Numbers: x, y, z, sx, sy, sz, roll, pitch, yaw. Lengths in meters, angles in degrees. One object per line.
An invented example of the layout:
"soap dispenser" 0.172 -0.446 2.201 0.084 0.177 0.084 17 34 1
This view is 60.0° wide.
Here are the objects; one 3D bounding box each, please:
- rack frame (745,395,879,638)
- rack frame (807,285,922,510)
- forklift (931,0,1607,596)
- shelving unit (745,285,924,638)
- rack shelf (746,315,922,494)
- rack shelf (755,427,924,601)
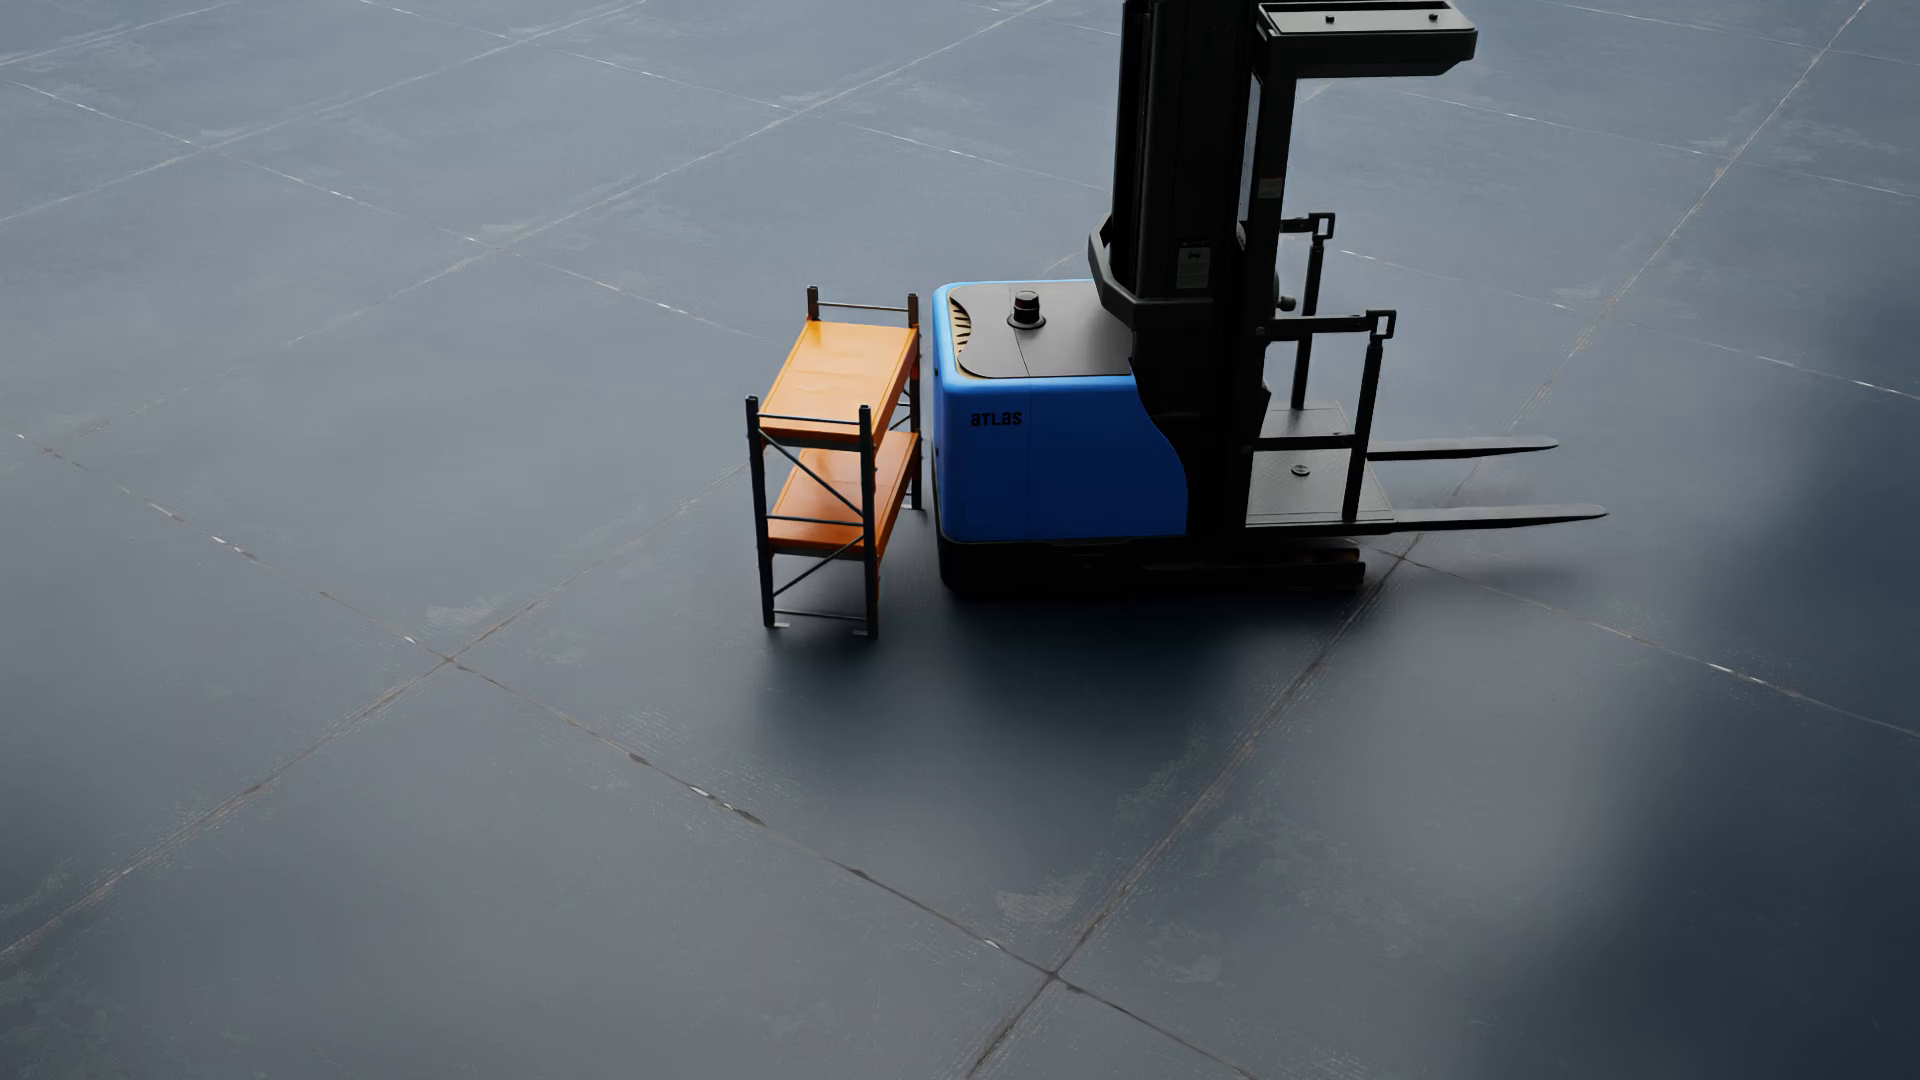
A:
"rack frame" -0.599 -0.077 6.860 0.500 1.125 0.032 5 34 8
"rack frame" -0.432 -0.639 7.691 0.500 1.125 0.032 5 34 8
"forklift" 1.401 -1.281 7.027 3.031 2.935 1.130 -2 34 -3
"shelving unit" -0.516 -0.358 7.275 0.538 1.125 1.048 5 34 8
"rack shelf" -0.516 -0.601 7.111 0.538 0.278 1.000 5 34 8
"rack shelf" -0.516 -0.156 7.412 0.538 0.278 1.000 5 34 8
